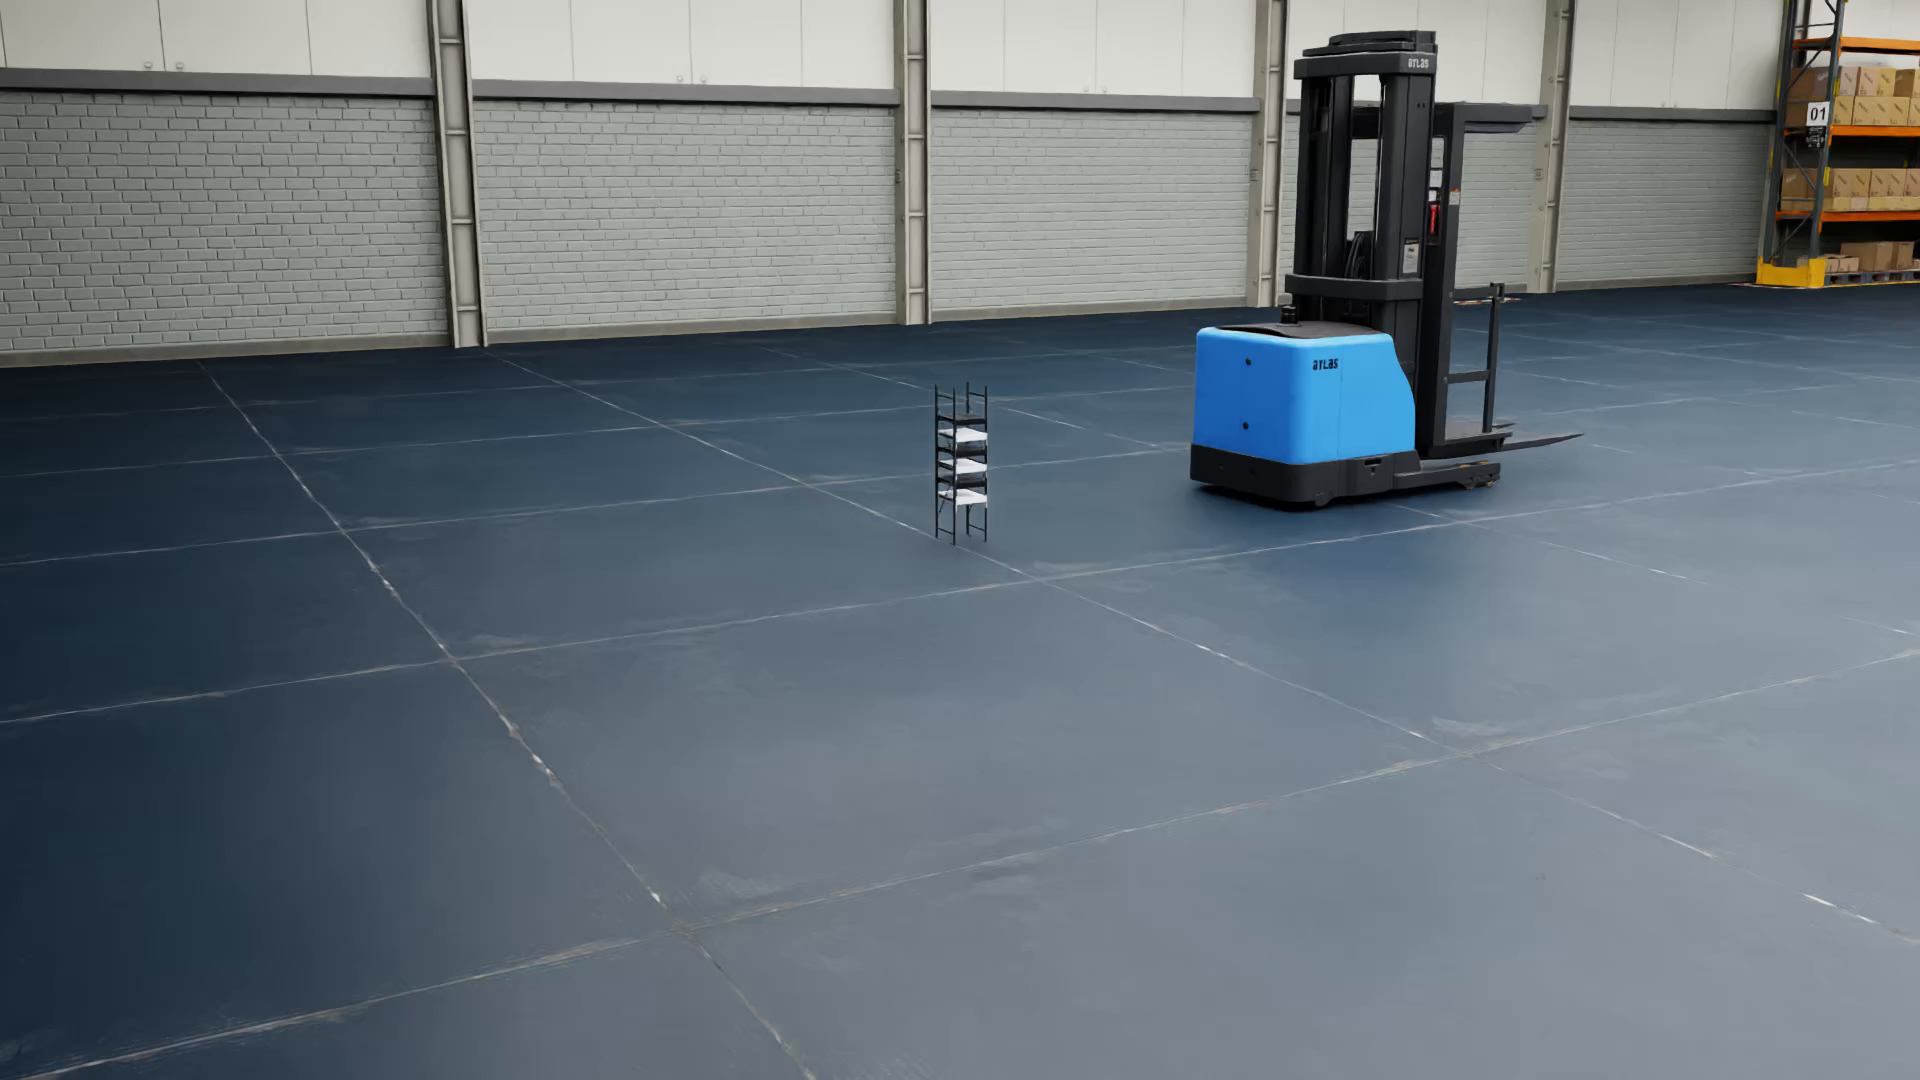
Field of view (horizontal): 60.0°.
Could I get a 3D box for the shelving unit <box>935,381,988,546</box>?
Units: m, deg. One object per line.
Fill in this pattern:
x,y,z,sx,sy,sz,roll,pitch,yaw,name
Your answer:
0.007,-0.440,9.514,0.210,0.900,0.258,-7,14,-28,shelving unit

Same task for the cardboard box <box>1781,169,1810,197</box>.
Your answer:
15.278,-6.471,30.121,0.500,0.500,0.500,-7,14,-28,cardboard box

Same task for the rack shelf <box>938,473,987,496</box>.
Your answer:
0.007,-0.320,9.541,0.200,0.077,0.258,-7,14,-28,rack shelf

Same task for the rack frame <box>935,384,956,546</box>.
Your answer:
-0.082,-0.429,9.467,0.006,0.900,0.240,-7,14,-28,rack frame

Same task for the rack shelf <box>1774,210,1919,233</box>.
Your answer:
16.722,-5.938,30.801,4.000,0.370,1.077,-7,14,-28,rack shelf

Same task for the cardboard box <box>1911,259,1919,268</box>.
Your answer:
18.022,-5.270,31.643,0.250,0.166,0.380,-9,16,-35,cardboard box

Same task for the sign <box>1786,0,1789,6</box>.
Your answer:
14.719,-9.647,29.493,0.005,0.325,0.100,-7,14,-28,sign

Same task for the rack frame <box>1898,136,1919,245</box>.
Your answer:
18.478,-6.499,31.656,0.127,3.000,1.000,-7,14,-28,rack frame

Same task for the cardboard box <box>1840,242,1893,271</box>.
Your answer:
16.785,-5.257,30.826,0.500,0.500,0.700,-8,15,-31,cardboard box

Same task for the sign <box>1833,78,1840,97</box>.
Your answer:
15.227,-7.864,28.897,0.005,0.325,0.100,-7,14,-28,sign

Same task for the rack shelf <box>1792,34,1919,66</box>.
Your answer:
16.722,-8.863,30.142,4.000,0.370,1.077,-7,14,-28,rack shelf

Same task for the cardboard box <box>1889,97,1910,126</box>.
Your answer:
16.782,-7.753,30.122,0.500,0.500,0.500,-6,14,-24,cardboard box

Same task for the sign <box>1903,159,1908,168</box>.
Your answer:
18.208,-7.171,32.003,0.005,0.325,0.100,-7,14,-28,sign

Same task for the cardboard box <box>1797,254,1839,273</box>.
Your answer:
15.617,-5.037,30.280,0.500,0.311,0.500,-9,15,-34,cardboard box

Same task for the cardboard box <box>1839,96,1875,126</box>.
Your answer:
15.868,-7.637,29.607,0.500,0.500,0.500,-6,14,-24,cardboard box

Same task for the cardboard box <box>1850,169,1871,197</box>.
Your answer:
15.968,-6.423,29.907,0.500,0.500,0.500,-7,14,-28,cardboard box

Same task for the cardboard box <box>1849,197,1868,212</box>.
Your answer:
15.996,-6.063,30.012,0.500,0.250,0.500,-7,15,-30,cardboard box

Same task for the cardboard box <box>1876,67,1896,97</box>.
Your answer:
16.330,-8.181,29.747,0.500,0.500,0.500,-6,14,-26,cardboard box

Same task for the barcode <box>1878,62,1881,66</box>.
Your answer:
17.051,-8.826,30.837,0.075,0.075,0.001,-7,14,-28,barcode

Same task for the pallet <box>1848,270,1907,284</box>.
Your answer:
16.833,-4.932,31.044,1.213,0.211,1.003,-7,14,-28,pallet

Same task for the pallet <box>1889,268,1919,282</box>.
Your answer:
17.905,-5.061,31.618,1.213,0.211,1.003,-7,14,-28,pallet

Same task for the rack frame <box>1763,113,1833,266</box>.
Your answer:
14.967,-6.078,29.787,0.127,3.000,1.000,-7,14,-28,rack frame

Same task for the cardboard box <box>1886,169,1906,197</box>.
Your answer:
16.872,-6.533,30.395,0.500,0.500,0.500,-6,14,-26,cardboard box

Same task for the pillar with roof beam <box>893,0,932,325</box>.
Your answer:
1.430,-6.522,18.095,0.400,9.000,9.100,-7,14,-28,pillar with roof beam

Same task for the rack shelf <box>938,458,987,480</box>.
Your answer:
0.007,-0.407,9.521,0.200,0.077,0.258,-7,14,-28,rack shelf

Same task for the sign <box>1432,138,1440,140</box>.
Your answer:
7.658,-6.584,26.754,0.199,0.298,0.001,-7,14,-28,sign

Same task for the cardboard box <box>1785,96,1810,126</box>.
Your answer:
15.212,-7.693,29.856,0.500,0.500,0.500,-6,14,-24,cardboard box

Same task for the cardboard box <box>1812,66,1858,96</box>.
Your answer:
15.421,-8.082,29.307,0.500,0.500,0.500,-8,15,-32,cardboard box

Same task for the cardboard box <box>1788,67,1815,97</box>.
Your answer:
15.220,-8.184,29.760,0.500,0.500,0.500,-6,14,-25,cardboard box

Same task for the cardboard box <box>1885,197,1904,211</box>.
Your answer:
16.891,-6.168,30.480,0.500,0.250,0.500,-7,14,-27,cardboard box

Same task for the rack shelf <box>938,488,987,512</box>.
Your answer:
0.007,-0.232,9.561,0.200,0.077,0.258,-7,14,-28,rack shelf

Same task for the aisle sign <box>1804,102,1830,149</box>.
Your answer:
15.047,-7.281,29.211,0.004,0.787,0.394,-7,14,-28,aisle sign

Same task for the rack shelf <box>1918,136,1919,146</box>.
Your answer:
20.233,-7.822,32.341,4.000,0.370,1.077,-7,14,-28,rack shelf

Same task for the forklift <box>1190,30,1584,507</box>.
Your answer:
3.054,-1.861,11.203,3.031,2.935,1.130,-8,15,-32,forklift

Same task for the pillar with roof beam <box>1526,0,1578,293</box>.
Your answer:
11.963,-7.785,23.705,0.400,9.000,9.100,-7,14,-28,pillar with roof beam
